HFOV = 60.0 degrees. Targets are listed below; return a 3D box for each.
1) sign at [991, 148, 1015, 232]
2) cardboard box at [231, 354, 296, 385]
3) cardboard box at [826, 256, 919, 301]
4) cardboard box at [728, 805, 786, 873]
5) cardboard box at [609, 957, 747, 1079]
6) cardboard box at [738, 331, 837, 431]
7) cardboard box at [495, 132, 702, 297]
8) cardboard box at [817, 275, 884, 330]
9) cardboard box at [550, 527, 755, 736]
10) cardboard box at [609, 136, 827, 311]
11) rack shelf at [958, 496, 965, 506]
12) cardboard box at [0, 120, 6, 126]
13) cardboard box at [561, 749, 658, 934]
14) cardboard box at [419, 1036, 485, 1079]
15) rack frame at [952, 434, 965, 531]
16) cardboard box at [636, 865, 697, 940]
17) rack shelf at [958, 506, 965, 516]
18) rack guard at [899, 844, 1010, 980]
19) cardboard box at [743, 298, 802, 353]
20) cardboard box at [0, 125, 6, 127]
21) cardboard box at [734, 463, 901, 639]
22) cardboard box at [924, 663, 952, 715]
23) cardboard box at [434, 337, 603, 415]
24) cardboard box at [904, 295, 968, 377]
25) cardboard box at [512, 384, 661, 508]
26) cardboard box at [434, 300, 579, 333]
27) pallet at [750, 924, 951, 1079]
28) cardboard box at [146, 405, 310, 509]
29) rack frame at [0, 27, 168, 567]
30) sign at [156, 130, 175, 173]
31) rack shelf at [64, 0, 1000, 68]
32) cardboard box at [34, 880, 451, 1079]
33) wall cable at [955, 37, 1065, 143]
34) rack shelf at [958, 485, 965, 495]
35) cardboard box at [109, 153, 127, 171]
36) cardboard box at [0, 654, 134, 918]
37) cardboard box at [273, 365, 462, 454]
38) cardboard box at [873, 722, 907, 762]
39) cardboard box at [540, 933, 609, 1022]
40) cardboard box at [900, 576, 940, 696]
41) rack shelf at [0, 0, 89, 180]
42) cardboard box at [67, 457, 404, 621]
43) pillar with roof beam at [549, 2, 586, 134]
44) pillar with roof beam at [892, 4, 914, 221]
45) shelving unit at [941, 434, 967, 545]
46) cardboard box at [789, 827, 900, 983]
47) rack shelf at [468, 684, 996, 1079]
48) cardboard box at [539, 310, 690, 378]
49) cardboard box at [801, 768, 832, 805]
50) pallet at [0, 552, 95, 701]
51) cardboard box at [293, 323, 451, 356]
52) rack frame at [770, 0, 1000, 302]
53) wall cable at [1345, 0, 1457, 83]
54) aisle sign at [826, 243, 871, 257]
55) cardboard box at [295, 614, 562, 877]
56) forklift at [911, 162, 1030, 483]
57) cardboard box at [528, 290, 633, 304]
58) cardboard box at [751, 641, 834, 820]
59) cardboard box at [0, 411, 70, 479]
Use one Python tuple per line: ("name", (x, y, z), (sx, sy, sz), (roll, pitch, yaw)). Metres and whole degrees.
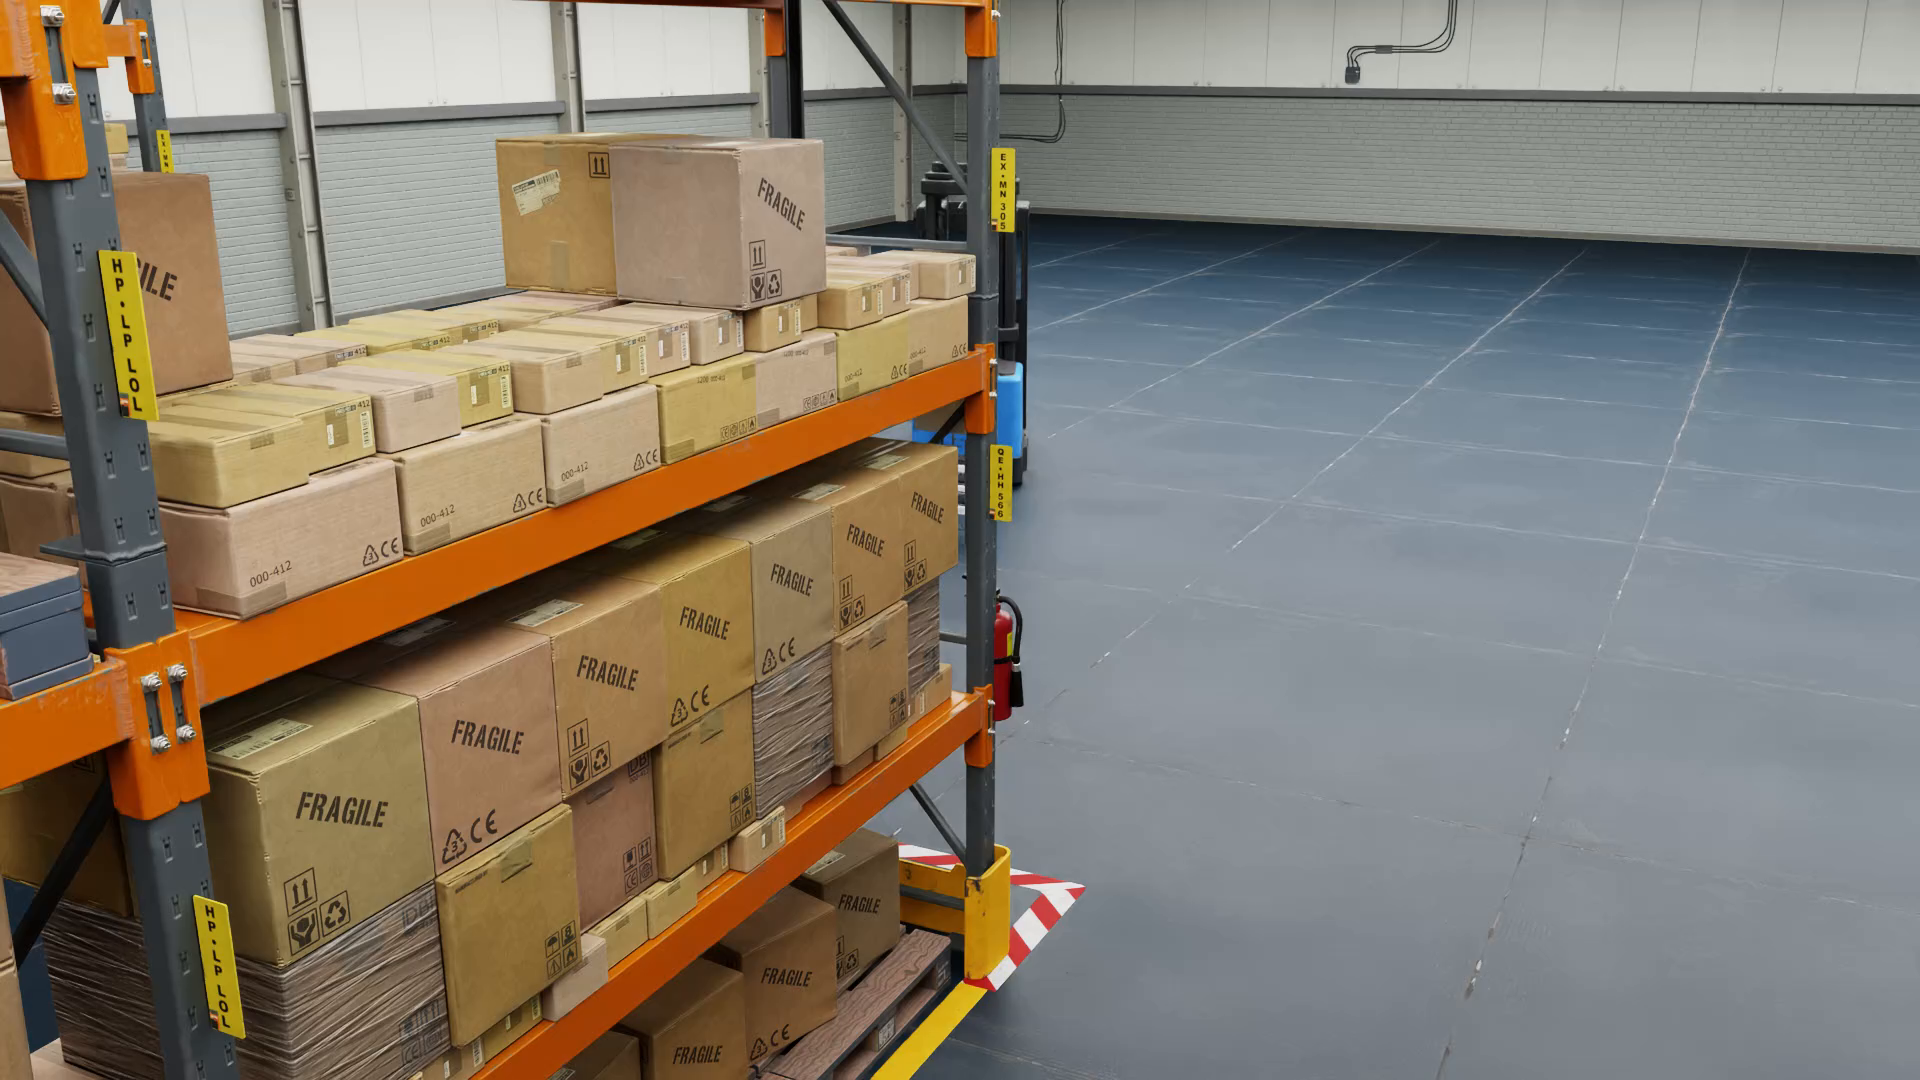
("sign", (0.172, -1.394, 6.625), (0.100, 0.325, 0.005), (8, 18, 25))
("cardboard box", (-1.980, -0.396, 4.385), (0.380, 0.149, 0.250), (7, 18, 23))
("cardboard box", (-0.382, -1.002, 6.426), (0.380, 0.149, 0.250), (7, 18, 24))
("cardboard box", (-0.835, 1.008, 5.805), (0.380, 0.149, 0.250), (8, 18, 25))
("cardboard box", (-1.143, 1.861, 6.145), (0.500, 0.500, 0.500), (10, 19, 30))
("cardboard box", (-0.761, -0.561, 5.640), (0.500, 0.250, 0.500), (9, 19, 27))
("cardboard box", (-1.221, -1.131, 5.721), (0.500, 0.500, 0.500), (8, 18, 25))
("cardboard box", (-0.497, -0.852, 5.919), (0.380, 0.149, 0.250), (8, 18, 26))
("cardboard box", (-1.015, 0.276, 5.372), (0.500, 0.500, 0.500), (8, 18, 25))
("cardboard box", (-0.782, -1.048, 5.441), (0.500, 0.500, 0.500), (8, 18, 25))
("rack shelf", (-0.004, -0.311, 13.924), (0.258, 0.077, 0.200), (8, 18, 25))
("cardboard box", (-5.142, -2.168, 8.916), (0.380, 0.149, 0.250), (8, 18, 26))
("cardboard box", (-1.458, 0.851, 5.191), (0.875, 0.500, 0.500), (8, 18, 25))
("cardboard box", (-1.528, 1.387, 4.529), (0.380, 0.149, 0.250), (8, 18, 25))
("rack frame", (0.042, -0.455, 13.976), (0.240, 0.900, 0.006), (8, 18, 25))
("cardboard box", (-1.080, 1.132, 5.386), (0.380, 0.149, 0.250), (8, 18, 25))
("rack shelf", (-0.004, -0.225, 13.950), (0.258, 0.077, 0.200), (8, 18, 25))
("rack guard", (-0.350, 1.611, 7.724), (1.175, 0.500, 0.348), (8, 18, 25))
("cardboard box", (-0.748, -0.723, 5.486), (0.380, 0.149, 0.250), (7, 18, 23))
("cardboard box", (-4.668, -2.020, 8.418), (0.380, 0.149, 0.250), (8, 18, 26))
("cardboard box", (-0.559, 0.023, 6.225), (0.500, 0.500, 0.500), (8, 18, 25))
("cardboard box", (-0.258, 0.612, 7.136), (0.380, 0.149, 0.250), (8, 18, 25))
("cardboard box", (-1.216, -0.456, 4.588), (0.380, 0.149, 0.250), (8, 18, 24))
("cardboard box", (-0.304, -0.818, 6.505), (0.500, 0.250, 0.500), (9, 19, 27))
("cardboard box", (-1.209, -0.297, 4.751), (0.500, 0.250, 0.500), (7, 18, 23))
("cardboard box", (-1.433, -0.659, 5.269), (0.380, 0.149, 0.250), (7, 18, 23))
("pallet", (-0.744, 1.951, 7.083), (1.003, 0.211, 1.213), (8, 18, 25))
("cardboard box", (-1.682, -0.189, 3.687), (0.380, 0.149, 0.250), (8, 18, 24))
("rack frame", (-2.103, -1.464, 3.149), (1.000, 3.000, 0.127), (8, 18, 25))
("sign", (-4.229, -2.016, 8.858), (0.100, 0.325, 0.005), (8, 18, 25))
("rack shelf", (-1.209, -1.627, 4.967), (1.077, 0.370, 4.000), (8, 18, 25))
("cardboard box", (-1.847, 1.115, 4.306), (0.875, 0.500, 0.500), (8, 18, 25))
("wall cable", (1.164, -11.047, 40.865), (3.097, 2.526, 0.112), (8, 18, 25))
("rack shelf", (-0.004, -0.397, 13.899), (0.258, 0.077, 0.200), (8, 18, 25))
("cardboard box", (-4.676, -1.861, 8.583), (0.500, 0.250, 0.500), (8, 18, 26))
("cardboard box", (-2.148, 0.592, 4.308), (0.500, 0.500, 0.500), (8, 18, 25))
("cardboard box", (-1.483, -0.332, 4.169), (0.380, 0.149, 0.250), (8, 18, 26))
("cardboard box", (-0.436, 0.746, 6.685), (0.380, 0.149, 0.250), (8, 18, 25))
("cardboard box", (-1.276, 1.263, 4.944), (0.380, 0.149, 0.250), (8, 18, 25))
("cardboard box", (-0.586, 0.339, 6.917), (0.875, 0.500, 0.500), (8, 18, 25))
("rack shelf", (-2.997, -0.418, 1.593), (1.077, 0.370, 4.000), (8, 18, 25))
("cardboard box", (-1.673, -0.036, 3.873), (0.500, 0.250, 0.500), (7, 18, 23))
("pillar with roof beam", (-2.847, -8.349, 26.328), (9.100, 9.000, 0.400), (8, 18, 25))
("pillar with roof beam", (2.516, -11.405, 36.619), (9.100, 9.000, 0.400), (8, 18, 25))
("shelving unit", (-0.004, -0.429, 13.889), (0.258, 0.900, 0.210), (8, 18, 25))
("cardboard box", (-0.610, 1.547, 7.201), (0.500, 0.500, 0.500), (12, 20, 36))
("rack shelf", (-1.209, 1.247, 5.820), (1.077, 0.370, 4.000), (8, 18, 25))
("cardboard box", (-1.049, -0.596, 5.057), (0.380, 0.149, 0.250), (9, 19, 27))
("cardboard box", (-0.711, 0.866, 6.281), (0.380, 0.149, 0.250), (8, 18, 25))
("pallet", (-2.474, 0.208, 3.119), (1.213, 0.211, 1.003), (8, 18, 25))
("cardboard box", (-1.699, -0.526, 4.822), (0.380, 0.149, 0.250), (9, 19, 27))
("rack frame", (-0.316, -2.483, 6.579), (1.000, 3.000, 0.127), (8, 18, 25))
("wall cable", (9.650, -12.954, 35.859), (2.305, 6.003, 0.169), (8, 18, 25))
("aisle sign", (-0.556, -0.907, 7.245), (0.394, 0.787, 0.004), (8, 18, 25))
("cardboard box", (-1.452, 0.532, 4.510), (0.500, 0.500, 0.500), (8, 18, 25))
("forklift", (0.136, -2.303, 16.629), (1.130, 2.935, 3.031), (1, 17, 3))
("cardboard box", (-1.257, -0.796, 5.733), (0.380, 0.149, 0.250), (7, 18, 23))
("cardboard box", (-0.964, 0.604, 6.026), (0.875, 0.500, 0.500), (8, 18, 25))
("cardboard box", (-2.216, -0.265, 3.943), (0.380, 0.149, 0.250), (9, 19, 27))
